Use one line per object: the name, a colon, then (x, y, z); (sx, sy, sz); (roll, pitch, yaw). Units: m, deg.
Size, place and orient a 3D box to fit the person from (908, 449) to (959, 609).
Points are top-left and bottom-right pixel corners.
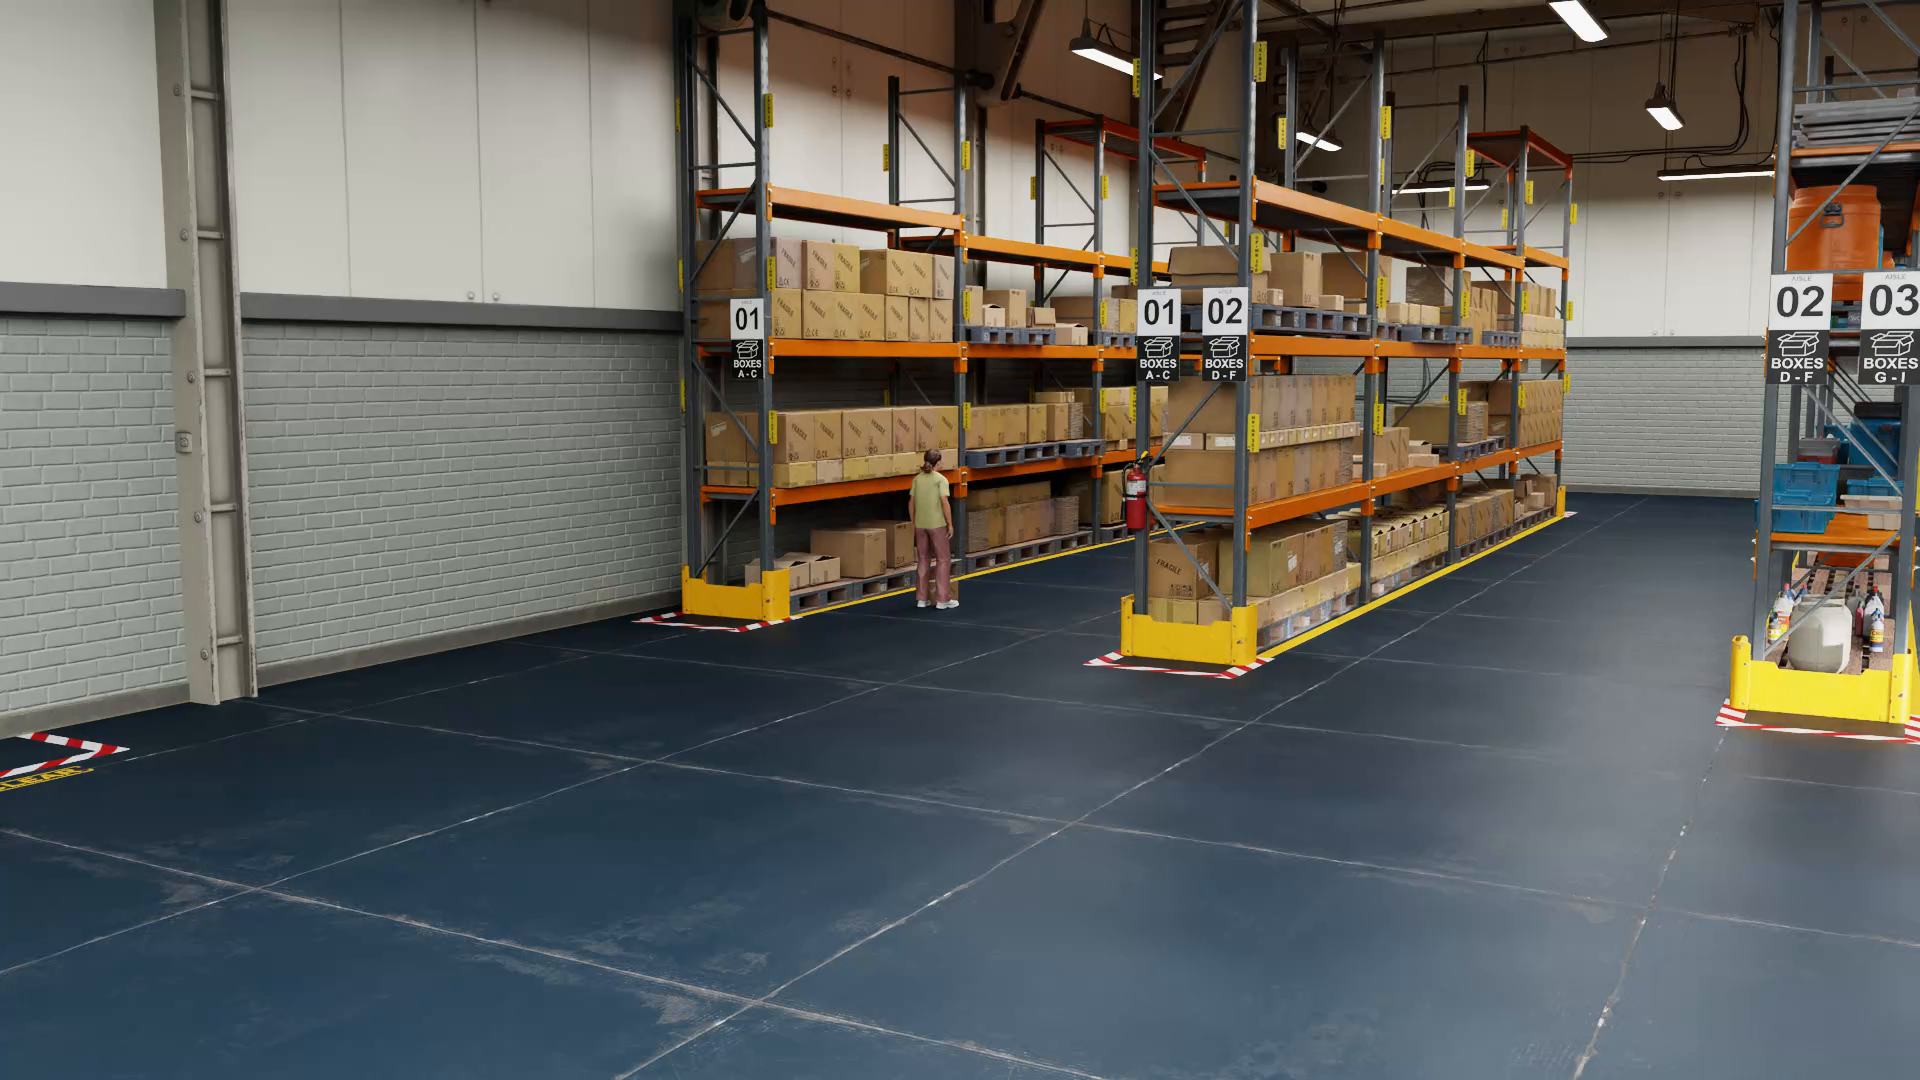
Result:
person: (-0.294, -0.124, 17.504); (0.499, 1.673, 0.359); (3, 7, 29)
